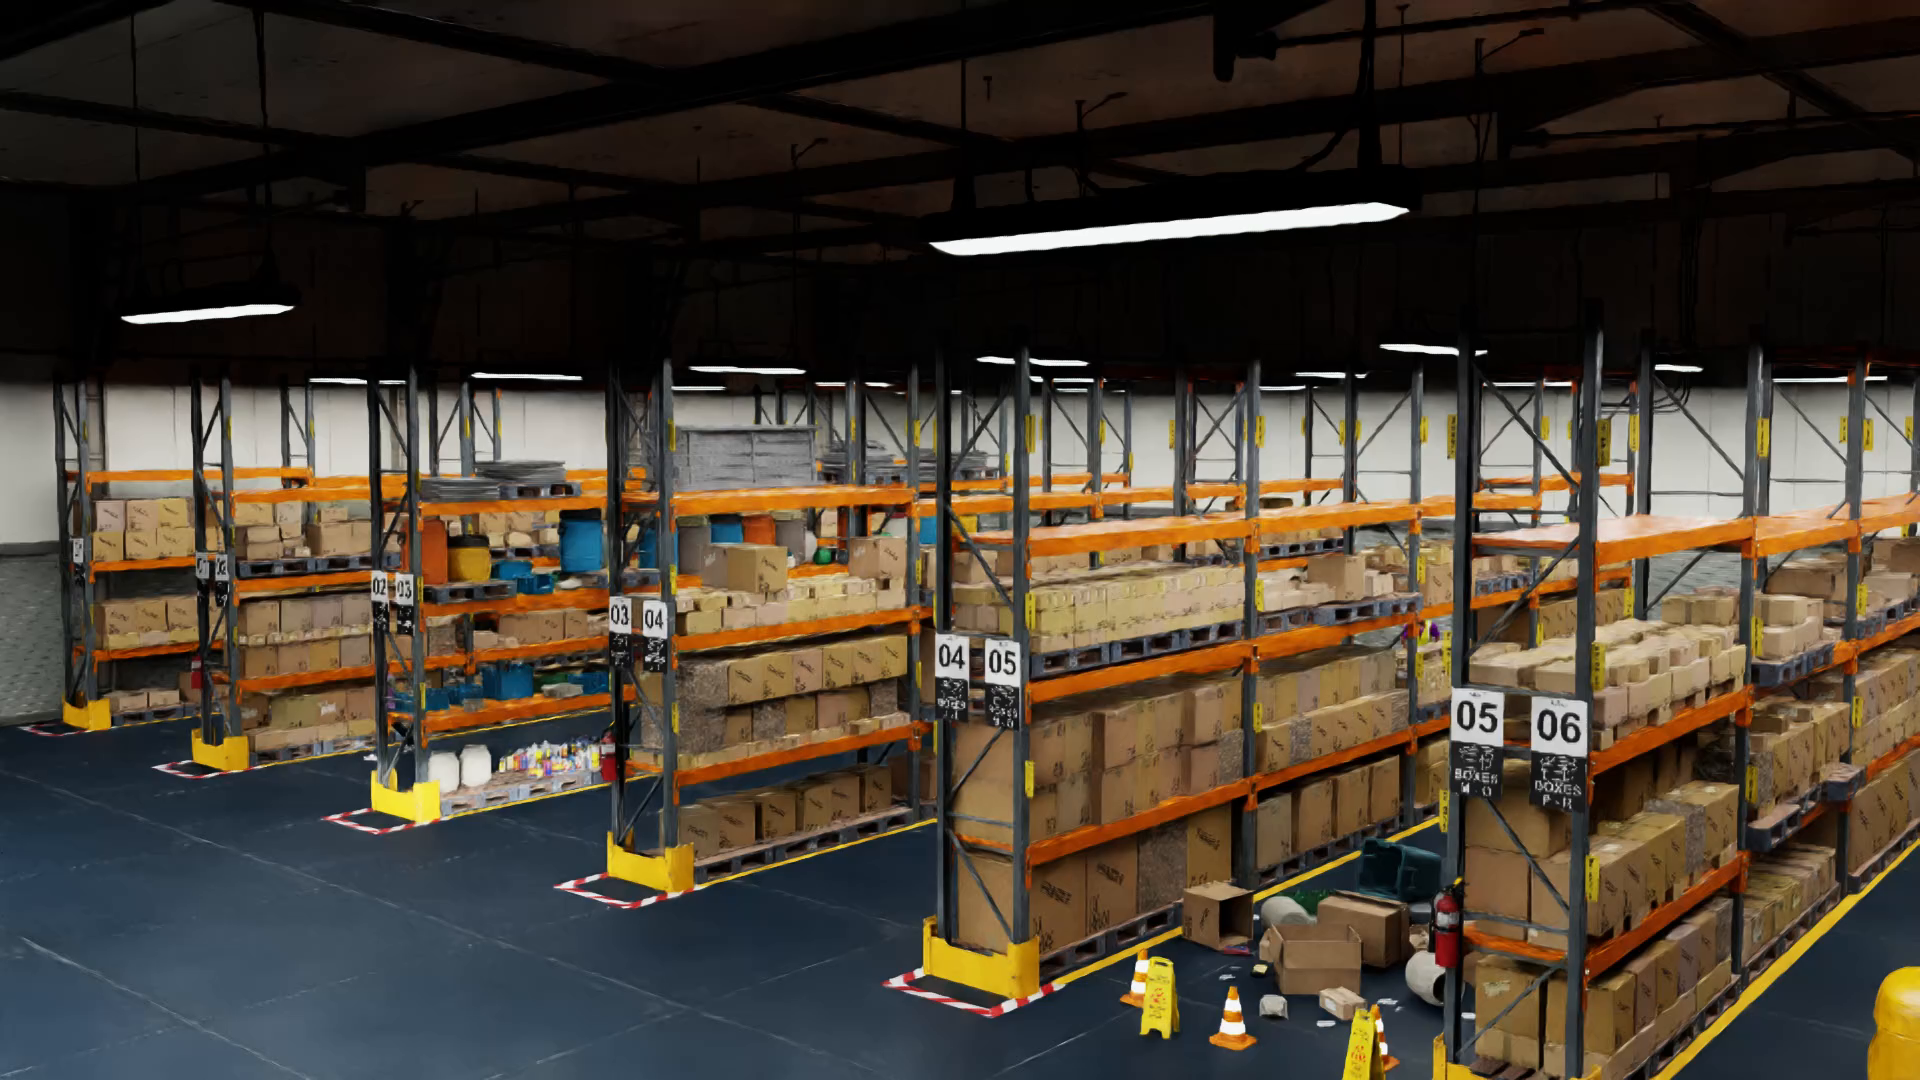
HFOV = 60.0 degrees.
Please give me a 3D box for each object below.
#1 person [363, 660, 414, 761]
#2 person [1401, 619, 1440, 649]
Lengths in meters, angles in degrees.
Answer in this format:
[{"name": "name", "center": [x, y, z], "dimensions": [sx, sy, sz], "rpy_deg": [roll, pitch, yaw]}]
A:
[{"name": "person", "center": [-8.741, 2.558, 25.385], "dimensions": [0.419, 1.514, 1.038], "rpy_deg": [3, 5, 38]}, {"name": "person", "center": [8.545, 2.087, 30.818], "dimensions": [0.710, 1.703, 0.836], "rpy_deg": [2, 5, 24]}]
